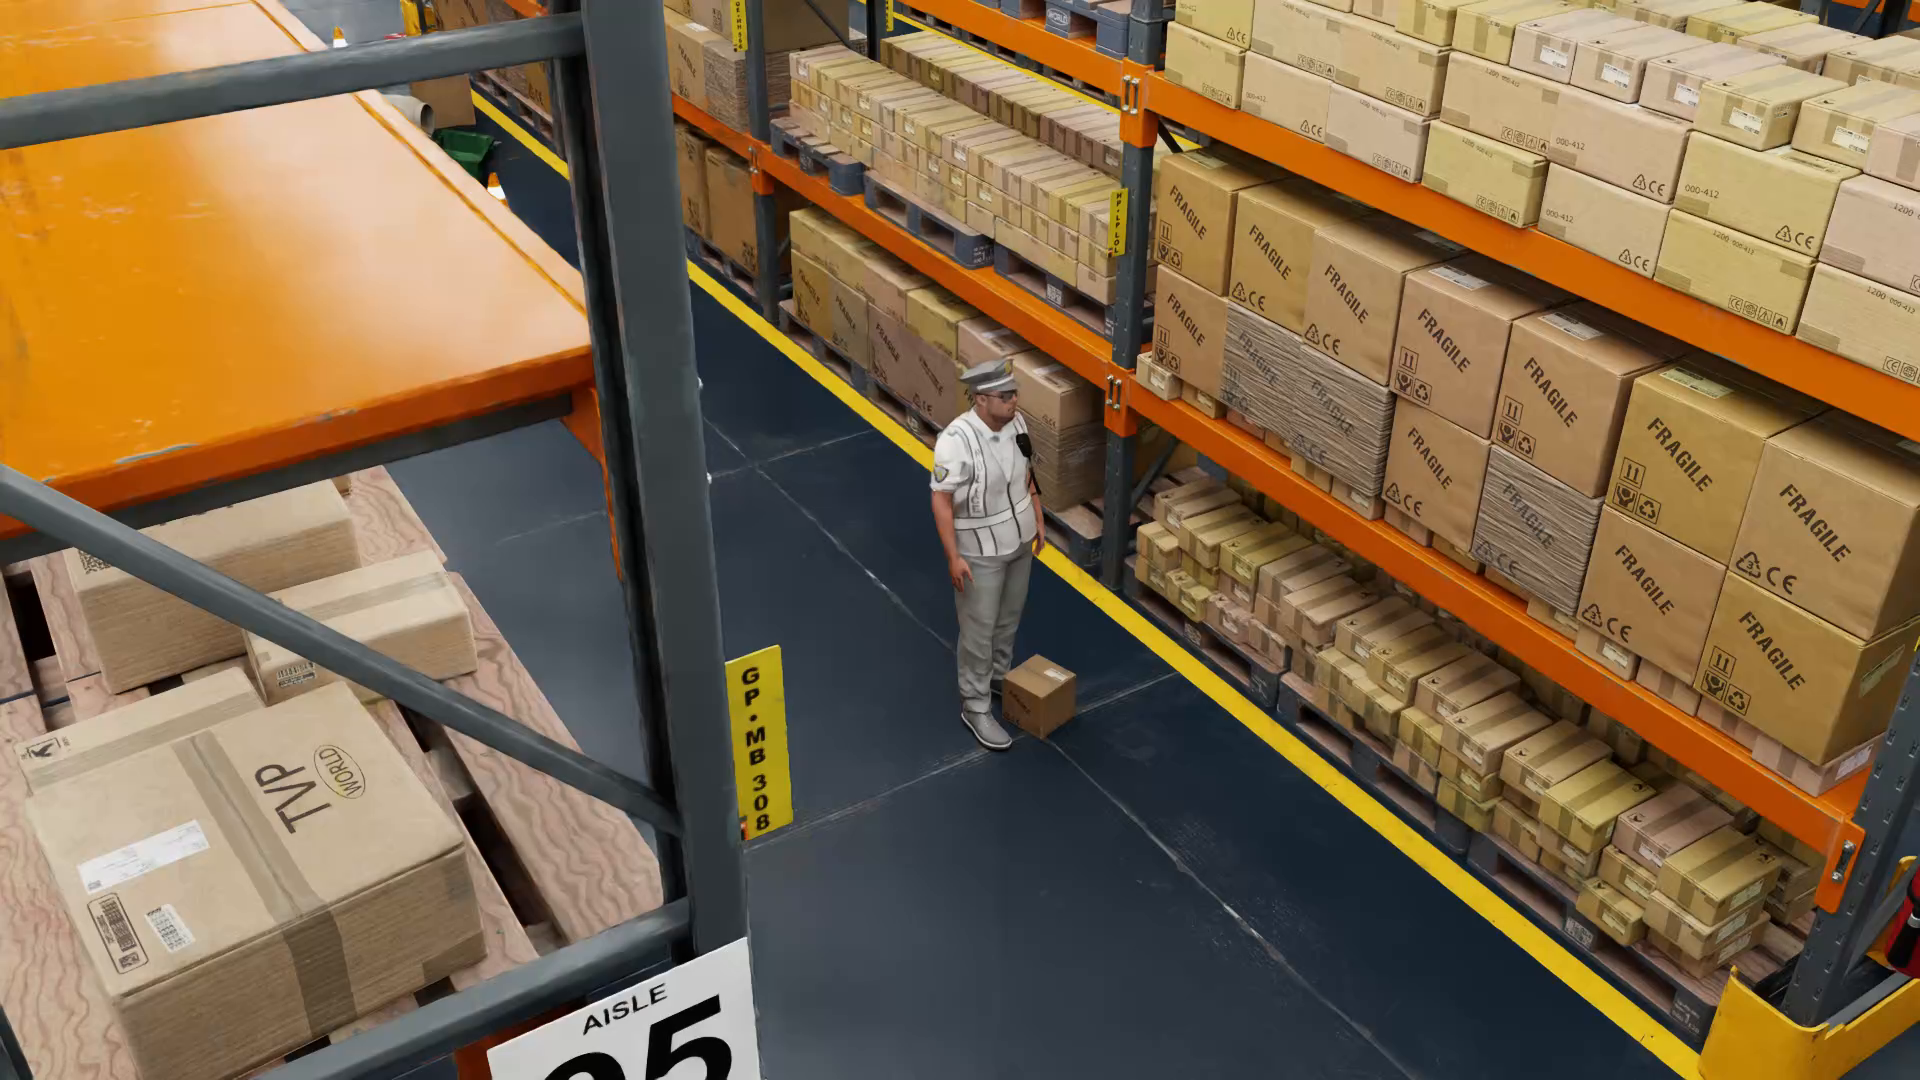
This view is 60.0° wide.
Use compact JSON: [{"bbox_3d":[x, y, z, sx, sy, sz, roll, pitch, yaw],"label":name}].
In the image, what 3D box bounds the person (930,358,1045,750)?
[{"bbox_3d":[0.199,0.024,7.617,0.575,1.780,0.640,27,41,36],"label":"person"}]
